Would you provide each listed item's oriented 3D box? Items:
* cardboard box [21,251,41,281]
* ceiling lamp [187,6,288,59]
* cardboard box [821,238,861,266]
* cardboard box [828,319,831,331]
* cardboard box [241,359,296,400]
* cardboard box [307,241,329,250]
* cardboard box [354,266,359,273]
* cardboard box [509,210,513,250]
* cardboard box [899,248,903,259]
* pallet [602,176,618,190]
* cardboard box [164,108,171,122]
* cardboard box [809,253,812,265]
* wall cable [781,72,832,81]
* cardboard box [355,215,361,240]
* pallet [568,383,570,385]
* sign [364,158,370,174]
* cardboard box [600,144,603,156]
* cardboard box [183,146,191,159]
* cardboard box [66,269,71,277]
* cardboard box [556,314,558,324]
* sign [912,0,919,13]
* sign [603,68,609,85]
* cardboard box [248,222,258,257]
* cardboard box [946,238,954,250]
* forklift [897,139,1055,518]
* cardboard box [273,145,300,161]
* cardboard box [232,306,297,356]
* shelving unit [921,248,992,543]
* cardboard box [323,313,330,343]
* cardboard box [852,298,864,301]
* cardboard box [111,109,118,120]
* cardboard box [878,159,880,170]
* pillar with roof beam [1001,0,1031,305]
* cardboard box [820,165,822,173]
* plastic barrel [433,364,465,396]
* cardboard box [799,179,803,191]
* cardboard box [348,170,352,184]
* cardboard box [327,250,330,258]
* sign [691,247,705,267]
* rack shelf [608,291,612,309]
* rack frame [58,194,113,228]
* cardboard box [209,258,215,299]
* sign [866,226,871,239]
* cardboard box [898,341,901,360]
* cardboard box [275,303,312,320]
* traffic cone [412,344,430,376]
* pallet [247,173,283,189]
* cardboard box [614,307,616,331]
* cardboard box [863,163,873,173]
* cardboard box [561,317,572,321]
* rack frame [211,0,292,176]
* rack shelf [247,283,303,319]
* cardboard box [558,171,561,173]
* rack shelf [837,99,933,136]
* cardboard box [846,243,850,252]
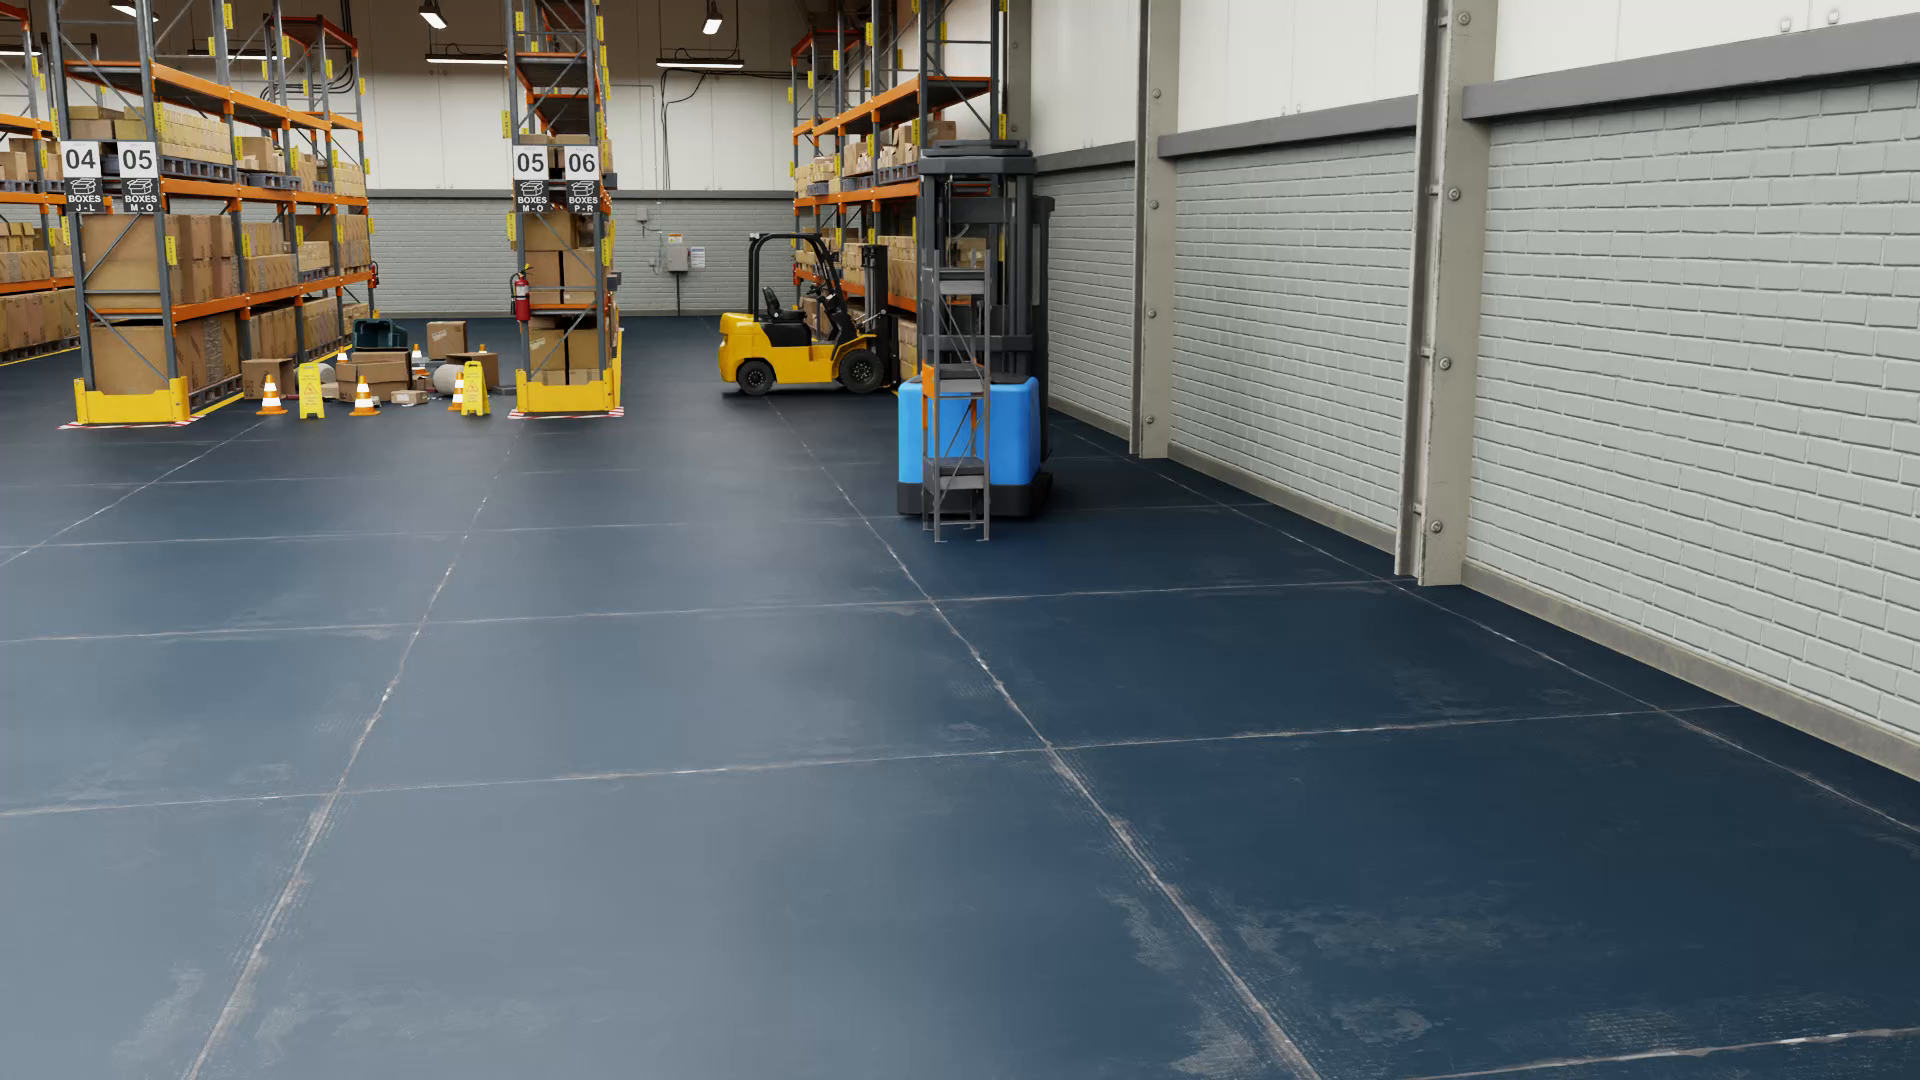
[{"bbox_3d":[-16.489,-4.803,29.144,0.500,0.500,0.500,-2,11,-9],"label":"cardboard box"},{"bbox_3d":[-15.750,-12.054,35.848,2.000,3.185,0.800,-2,11,-11],"label":"ceiling lamp"},{"bbox_3d":[-2.220,-5.382,31.062,0.700,0.500,0.500,-2,11,-11],"label":"cardboard box"},{"bbox_3d":[-2.174,-4.060,31.066,0.500,0.500,0.500,-3,11,-13],"label":"cardboard box"},{"bbox_3d":[-9.188,-2.142,22.105,0.500,0.500,0.500,0,11,-1],"label":"cardboard box"},{"bbox_3d":[-11.783,-5.392,30.459,0.380,0.149,0.250,-2,11,-8],"label":"cardboard box"},{"bbox_3d":[-12.320,-5.456,33.511,0.380,0.149,0.250,-3,11,-14],"label":"cardboard box"},{"bbox_3d":[-5.487,-4.036,21.640,0.700,0.500,0.500,-2,11,-12],"label":"cardboard box"},{"bbox_3d":[-0.630,-3.917,22.754,0.380,0.149,0.250,-2,11,-11],"label":"cardboard box"},{"bbox_3d":[-5.881,-5.503,25.565,1.213,0.211,1.003,-2,11,-11],"label":"pallet"},{"bbox_3d":[-9.519,-4.998,19.560,0.380,0.149,0.250,-2,11,-11],"label":"cardboard box"},{"bbox_3d":[-2.799,-5.711,33.785,0.500,0.250,0.500,-2,11,-11],"label":"cardboard box"},{"bbox_3d":[-2.968,-12.957,41.332,2.988,3.039,0.133,-2,11,-11],"label":"wall cable"},{"bbox_3d":[-12.289,-6.240,33.223,0.500,0.500,0.500,-2,11,-8],"label":"cardboard box"},{"bbox_3d":[-5.021,-1.875,21.483,1.003,0.211,1.213,-2,11,-11],"label":"pallet"},{"bbox_3d":[-12.282,-7.742,34.458,0.100,0.325,0.005,-2,11,-11],"label":"sign"},{"bbox_3d":[-5.117,-5.367,22.890,0.380,0.149,0.250,-2,11,-9],"label":"cardboard box"},{"bbox_3d":[-9.667,-4.747,20.376,0.380,0.149,0.250,-2,11,-11],"label":"cardboard box"},{"bbox_3d":[-16.771,-4.961,30.908,0.380,0.149,0.250,-2,11,-9],"label":"cardboard box"},{"bbox_3d":[-5.527,-2.920,22.007,0.380,0.149,0.250,-2,11,-9],"label":"cardboard box"},{"bbox_3d":[-0.549,-6.690,20.566,0.100,0.325,0.005,-2,11,-11],"label":"sign"},{"bbox_3d":[-6.686,-8.748,31.382,0.100,0.325,0.005,-2,11,-11],"label":"sign"},{"bbox_3d":[-10.799,-4.434,24.528,0.700,0.500,0.500,-2,11,-11],"label":"cardboard box"},{"bbox_3d":[-0.291,-3.834,21.519,0.380,0.149,0.250,-2,11,-11],"label":"cardboard box"},{"bbox_3d":[0.216,-1.842,14.038,1.130,2.935,3.031,1,11,7],"label":"forklift"},{"bbox_3d":[-11.183,-6.427,27.603,0.396,0.266,0.258,-2,11,-11],"label":"cardboard box"},{"bbox_3d":[-11.244,-3.336,26.592,1.050,0.750,0.750,-2,11,-12],"label":"cardboard box"},{"bbox_3d":[-0.032,-1.062,12.160,0.431,2.100,0.503,-2,11,-11],"label":"shelving unit"},{"bbox_3d":[-11.466,-3.746,29.420,0.500,0.500,0.500,-2,11,-12],"label":"cardboard box"},{"bbox_3d":[-1.882,-4.610,32.224,0.380,0.149,0.250,-2,11,-10],"label":"cardboard box"},{"bbox_3d":[-10.214,-5.022,19.684,0.380,0.149,0.250,-2,11,-10],"label":"cardboard box"},{"bbox_3d":[-1.003,-5.508,24.370,0.380,0.149,0.250,-2,11,-10],"label":"cardboard box"},{"bbox_3d":[-3.488,-6.213,20.771,9.100,9.000,0.400,-2,11,-11],"label":"pillar with roof beam"},{"bbox_3d":[-2.402,-6.910,30.941,0.380,0.149,0.250,-2,11,-11],"label":"cardboard box"},{"bbox_3d":[-6.769,-2.139,22.302,0.512,0.421,0.421,6,12,28],"label":"plastic barrel"},{"bbox_3d":[-3.102,-7.464,34.974,0.500,0.250,0.500,-2,11,-13],"label":"cardboard box"},{"bbox_3d":[-12.207,-7.106,32.551,0.500,0.250,0.500,-3,11,-13],"label":"cardboard box"},{"bbox_3d":[-11.781,-5.246,30.491,0.380,0.149,0.250,-2,11,-9],"label":"cardboard box"},{"bbox_3d":[-6.581,-7.107,41.770,0.329,0.494,0.001,-2,11,-11],"label":"sign"},{"bbox_3d":[-6.049,-3.828,26.209,1.077,0.370,4.000,-2,11,-11],"label":"rack shelf"},{"bbox_3d":[-17.715,-5.655,33.884,1.000,3.000,0.127,-2,11,-11],"label":"rack frame"},{"bbox_3d":[-10.294,-3.419,21.735,0.875,0.550,0.550,-2,11,-11],"label":"cardboard box"},{"bbox_3d":[-1.805,-6.052,32.876,0.100,0.325,0.005,-2,11,-11],"label":"sign"},{"bbox_3d":[-0.624,-2.627,22.871,0.500,0.250,0.500,-2,11,-12],"label":"cardboard box"},{"bbox_3d":[-11.171,-3.831,27.860,0.500,0.250,0.500,-3,11,-14],"label":"cardboard box"},{"bbox_3d":[-8.312,-2.761,25.467,0.336,0.463,0.334,-2,11,-11],"label":"traffic cone"},{"bbox_3d":[-10.877,-5.409,25.075,1.003,0.211,1.213,-2,11,-8],"label":"pallet"},{"bbox_3d":[-7.233,-4.348,32.749,0.875,0.438,0.875,-2,11,-12],"label":"cardboard box"},{"bbox_3d":[-1.304,-5.792,25.862,0.380,0.149,0.250,-2,11,-11],"label":"cardboard box"},{"bbox_3d":[-5.811,-2.920,23.742,0.500,0.500,0.500,-2,11,-8],"label":"cardboard box"},{"bbox_3d":[-11.274,-7.296,26.464,1.000,3.000,0.127,-2,11,-11],"label":"rack frame"},{"bbox_3d":[-10.885,-3.629,25.165,1.077,0.370,4.000,-2,11,-11],"label":"rack shelf"},{"bbox_3d":[-5.549,-4.991,21.977,0.500,0.250,0.500,-2,11,-10],"label":"cardboard box"},{"bbox_3d":[-1.181,-6.760,26.637,1.077,0.370,4.000,-2,11,-11],"label":"rack shelf"},{"bbox_3d":[-1.744,-4.979,28.330,0.380,0.149,0.250,-2,11,-10],"label":"cardboard box"}]
